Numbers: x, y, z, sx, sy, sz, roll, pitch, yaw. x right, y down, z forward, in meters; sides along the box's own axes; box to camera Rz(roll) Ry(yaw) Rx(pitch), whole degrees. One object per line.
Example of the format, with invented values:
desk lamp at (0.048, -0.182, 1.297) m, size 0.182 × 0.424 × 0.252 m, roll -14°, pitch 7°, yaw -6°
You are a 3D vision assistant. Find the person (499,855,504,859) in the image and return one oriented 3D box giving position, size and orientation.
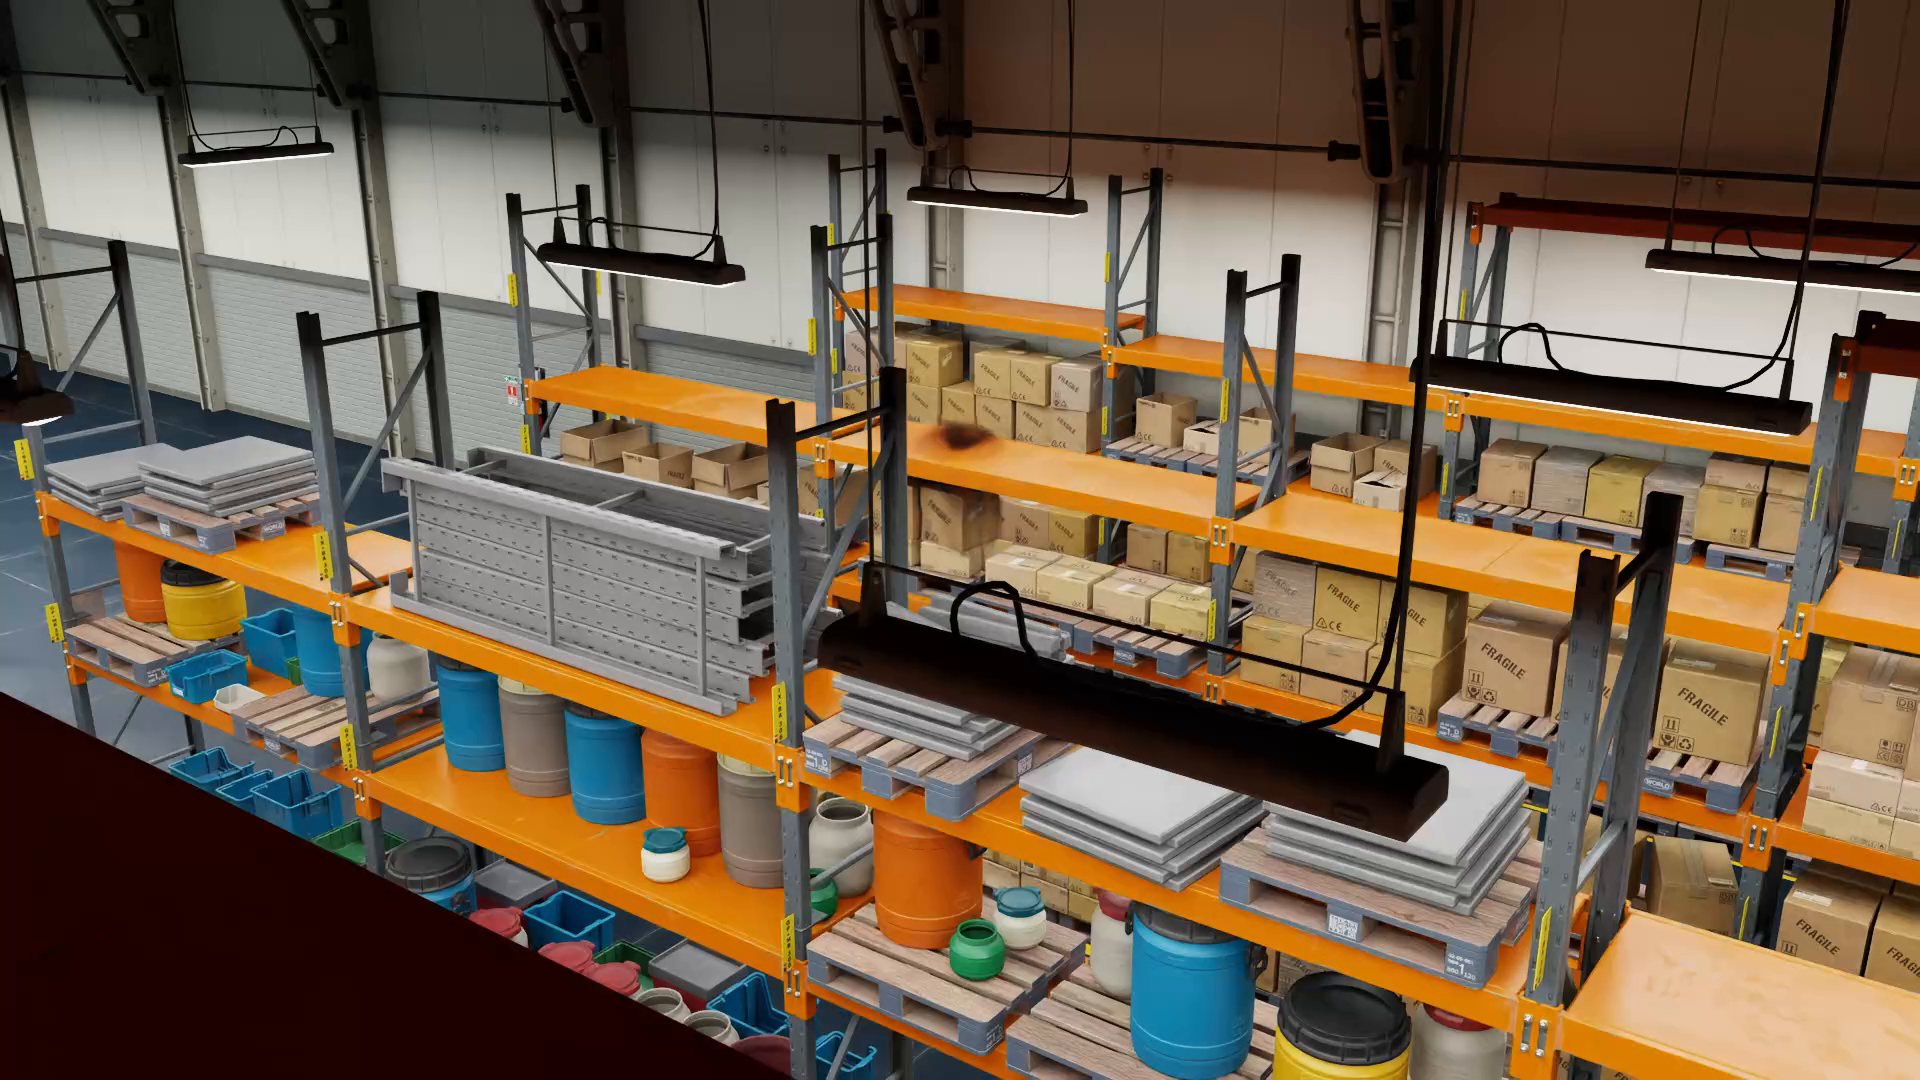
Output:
person at (-3.945, 2.543, 14.940) m, size 0.577 × 1.647 × 0.389 m, roll 3°, pitch 19°, yaw 9°
